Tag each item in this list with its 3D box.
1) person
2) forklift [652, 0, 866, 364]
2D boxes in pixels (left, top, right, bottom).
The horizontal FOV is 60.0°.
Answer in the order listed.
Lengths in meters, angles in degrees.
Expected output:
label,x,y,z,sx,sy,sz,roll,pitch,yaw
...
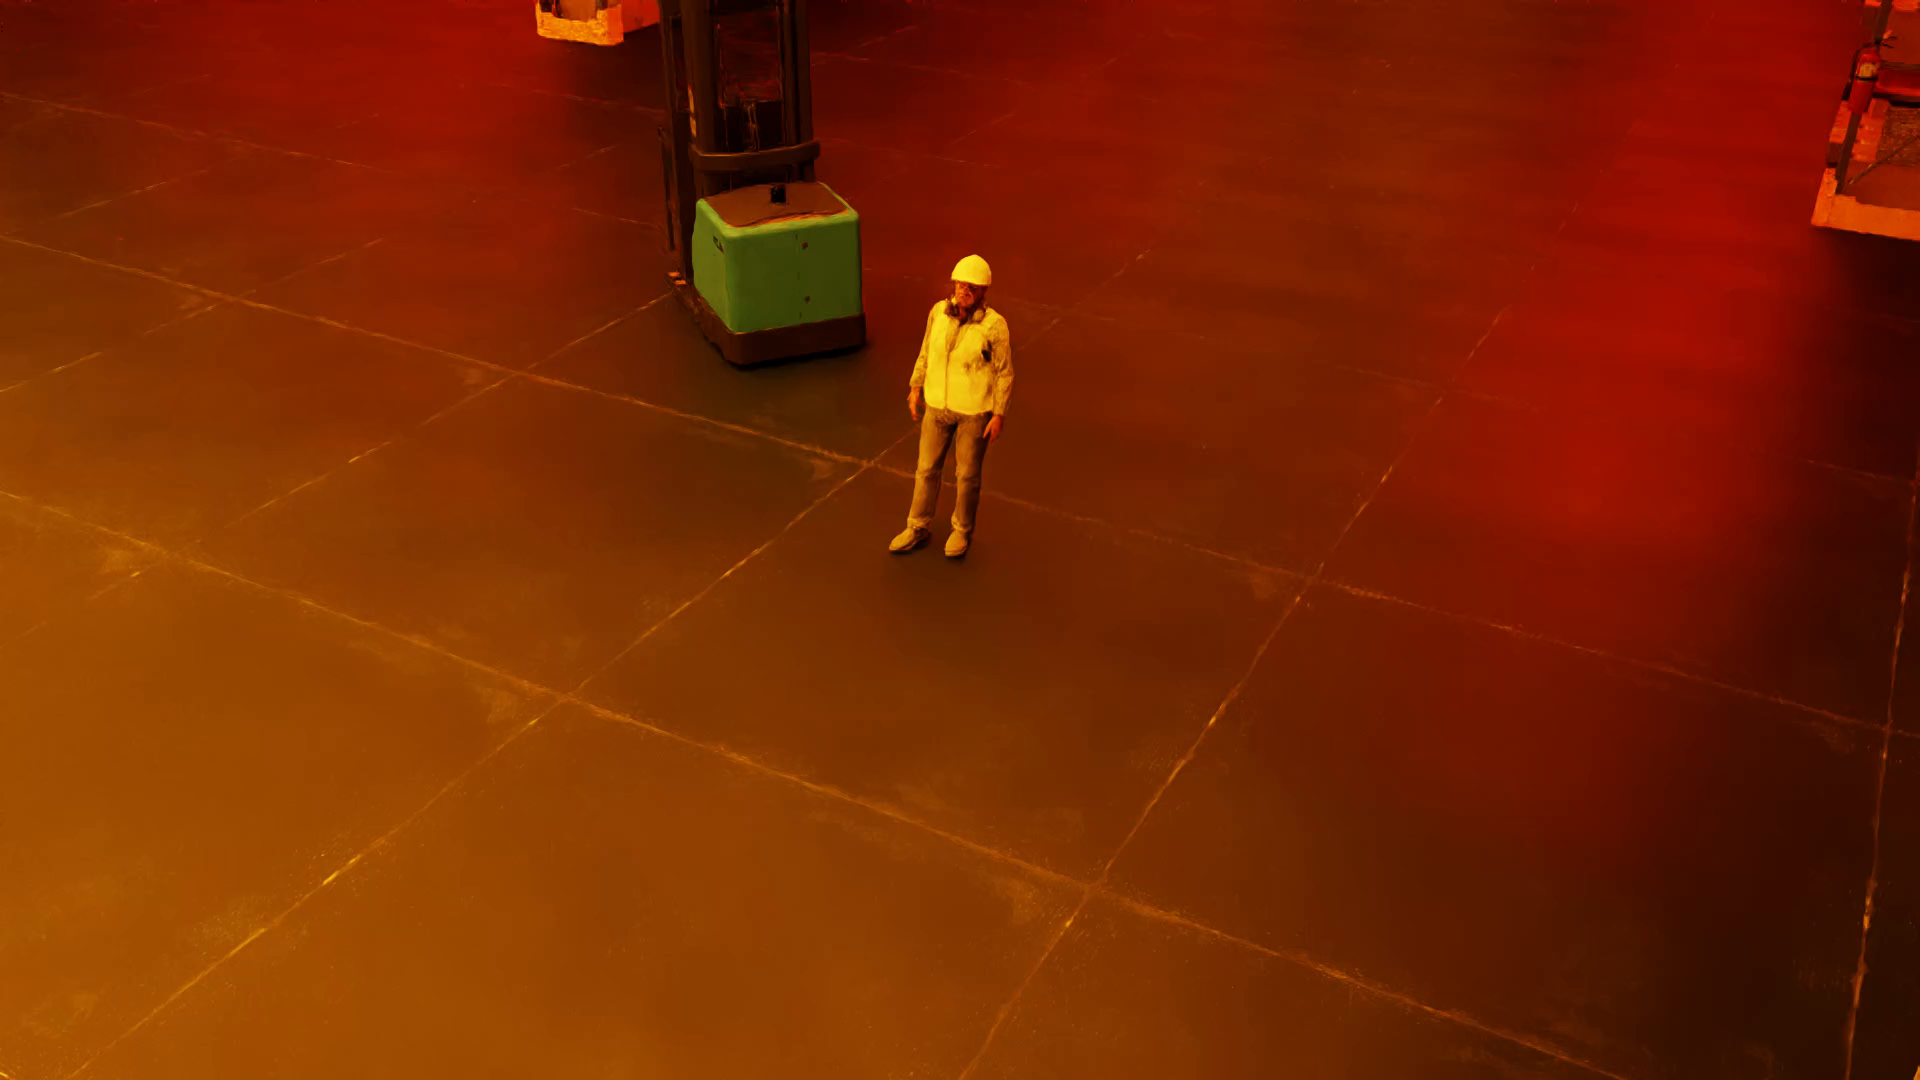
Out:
label,x,y,z,sx,sy,sz,roll,pitch,yaw
person,-0.037,-0.749,9.512,0.632,1.773,0.567,15,33,25
forklift,-1.750,-3.267,12.732,1.130,2.935,3.031,-12,32,-20
